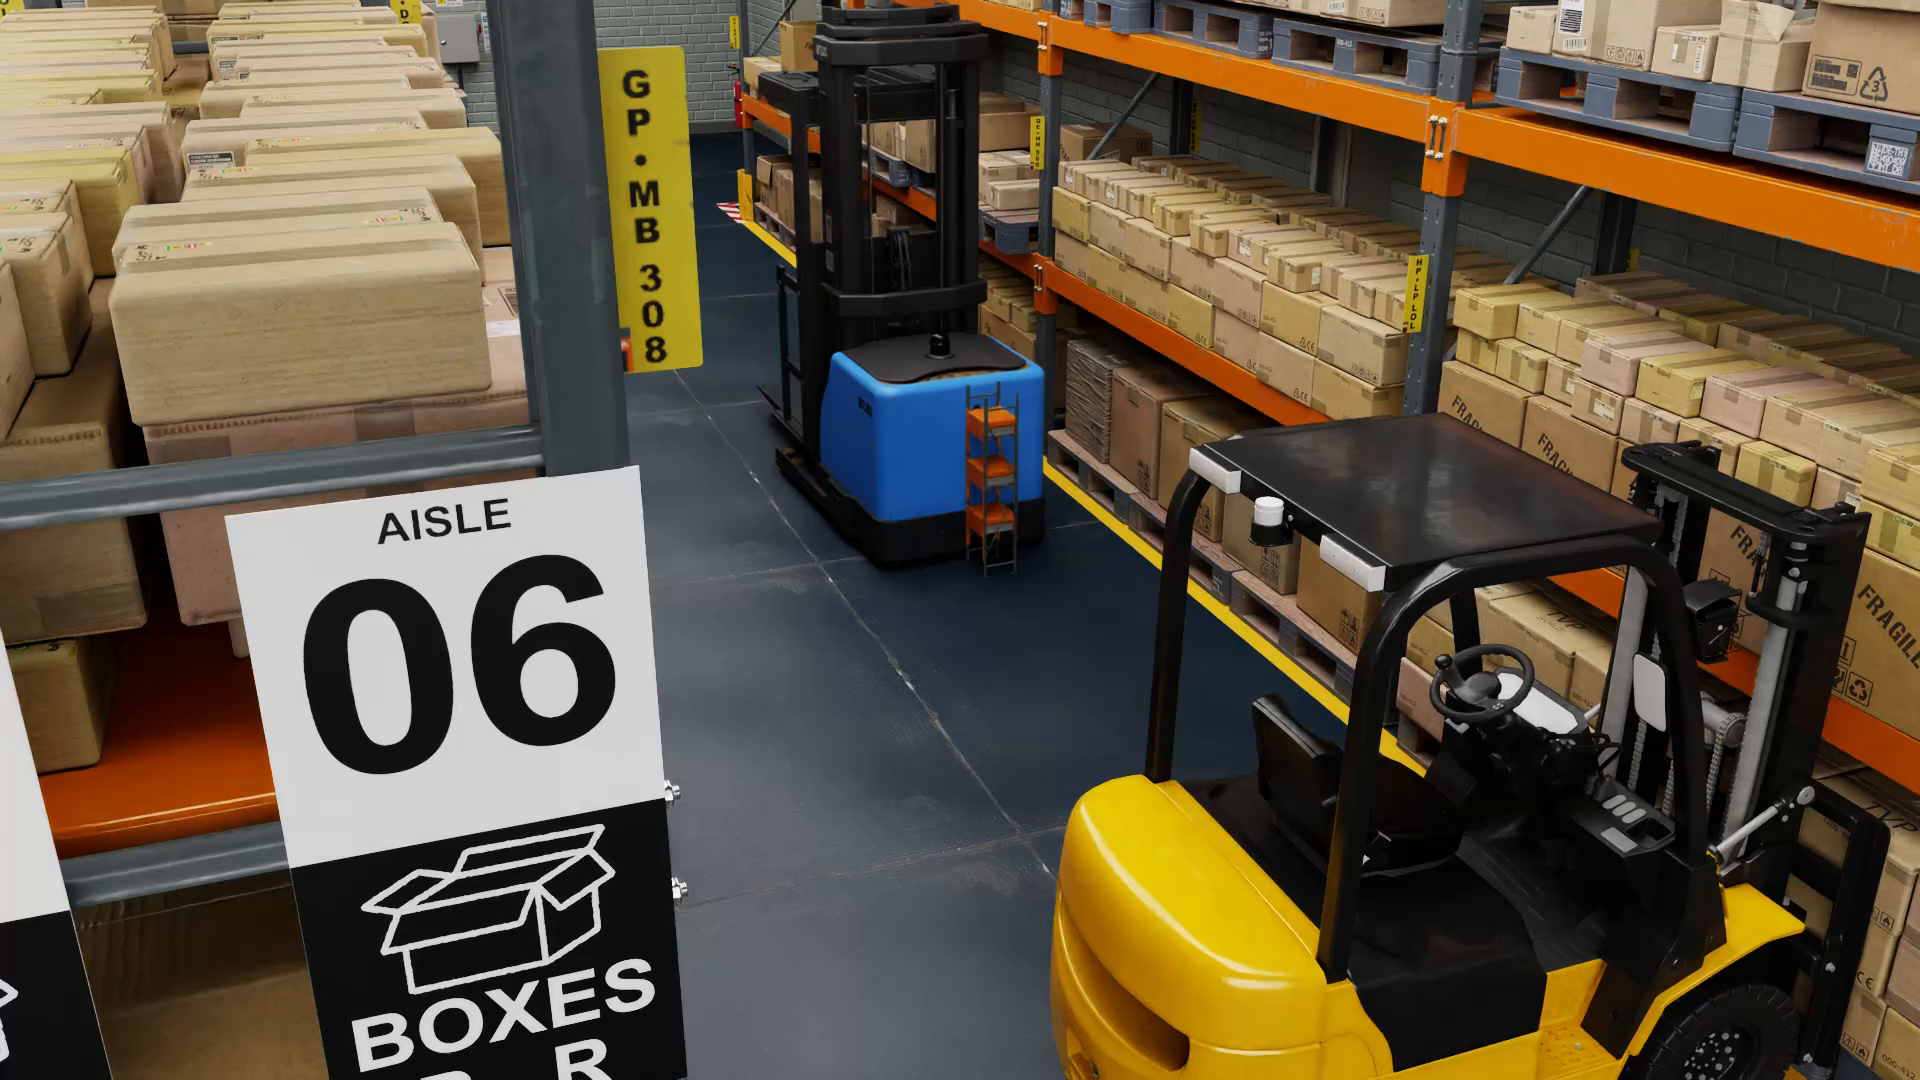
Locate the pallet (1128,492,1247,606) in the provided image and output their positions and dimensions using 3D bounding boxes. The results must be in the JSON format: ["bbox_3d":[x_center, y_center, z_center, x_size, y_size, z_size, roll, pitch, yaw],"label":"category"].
[{"bbox_3d":[1.672,-0.025,9.539,1.003,0.211,1.213,-8,24,-19],"label":"pallet"}]

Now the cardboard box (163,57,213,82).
[{"bbox_3d":[-2.340,-1.174,4.622,0.500,0.250,0.500,-9,24,-20],"label":"cardboard box"}]

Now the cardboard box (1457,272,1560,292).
[{"bbox_3d":[2.480,-1.106,7.548,0.380,0.149,0.250,-9,24,-20],"label":"cardboard box"}]

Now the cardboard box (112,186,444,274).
[{"bbox_3d":[-0.865,-0.349,2.150,0.380,0.149,0.250,-8,24,-19],"label":"cardboard box"}]

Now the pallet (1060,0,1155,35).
[{"bbox_3d":[1.314,-3.118,9.668,1.213,0.211,1.003,-7,24,-17],"label":"pallet"}]

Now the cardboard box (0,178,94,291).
[{"bbox_3d":[-1.384,-0.374,2.209,0.380,0.149,0.250,-9,24,-20],"label":"cardboard box"}]

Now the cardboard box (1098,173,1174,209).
[{"bbox_3d":[1.037,-2.060,9.810,0.380,0.149,0.250,-8,24,-18],"label":"cardboard box"}]

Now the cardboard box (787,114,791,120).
[{"bbox_3d":[-1.456,-4.124,15.995,0.380,0.149,0.250,-8,24,-18],"label":"cardboard box"}]

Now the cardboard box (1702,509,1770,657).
[{"bbox_3d":[2.853,0.103,5.514,0.500,0.500,0.500,-8,24,-19],"label":"cardboard box"}]

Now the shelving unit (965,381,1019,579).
[{"bbox_3d":[0.175,-0.328,9.175,0.215,1.050,0.252,-9,25,-21],"label":"shelving unit"}]

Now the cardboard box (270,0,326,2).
[{"bbox_3d":[-2.256,-2.106,6.031,0.500,0.250,0.500,-9,24,-20],"label":"cardboard box"}]

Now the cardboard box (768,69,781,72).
[{"bbox_3d":[-1.567,-4.464,16.288,0.500,0.250,0.500,-9,24,-20],"label":"cardboard box"}]

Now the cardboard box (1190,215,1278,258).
[{"bbox_3d":[1.430,-1.589,8.693,0.380,0.149,0.250,-9,24,-20],"label":"cardboard box"}]

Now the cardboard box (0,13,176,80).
[{"bbox_3d":[-2.314,-1.306,4.421,0.380,0.149,0.250,-8,24,-17],"label":"cardboard box"}]

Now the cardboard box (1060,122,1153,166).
[{"bbox_3d":[0.955,-2.506,11.163,0.500,0.500,0.500,-7,24,-17],"label":"cardboard box"}]

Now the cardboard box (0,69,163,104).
[{"bbox_3d":[-1.807,-0.843,3.322,0.380,0.149,0.250,-8,24,-18],"label":"cardboard box"}]

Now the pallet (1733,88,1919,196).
[{"bbox_3d":[3.156,-1.197,4.979,1.003,0.211,1.213,-8,24,-19],"label":"pallet"}]

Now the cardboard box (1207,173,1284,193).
[{"bbox_3d":[1.678,-2.050,9.788,0.380,0.149,0.250,-9,24,-20],"label":"cardboard box"}]

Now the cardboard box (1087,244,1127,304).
[{"bbox_3d":[1.091,-1.610,9.901,0.500,0.250,0.500,-9,24,-20],"label":"cardboard box"}]

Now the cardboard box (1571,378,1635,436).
[{"bbox_3d":[2.499,-0.513,6.140,0.380,0.149,0.250,-8,24,-18],"label":"cardboard box"}]

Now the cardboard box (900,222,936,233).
[{"bbox_3d":[-0.274,-2.503,13.669,0.380,0.149,0.250,-10,25,-22],"label":"cardboard box"}]

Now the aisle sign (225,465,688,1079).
[{"bbox_3d":[-0.514,0.314,1.796,0.394,0.787,0.004,-8,24,-19],"label":"aisle sign"}]

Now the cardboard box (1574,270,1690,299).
[{"bbox_3d":[2.799,-1.012,6.941,0.380,0.149,0.250,-8,24,-19],"label":"cardboard box"}]

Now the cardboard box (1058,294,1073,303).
[{"bbox_3d":[0.866,-1.810,12.025,0.380,0.149,0.250,-8,24,-18],"label":"cardboard box"}]

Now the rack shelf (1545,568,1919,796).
[{"bbox_3d":[3.110,0.454,5.737,1.077,0.370,4.000,-8,24,-19],"label":"rack shelf"}]

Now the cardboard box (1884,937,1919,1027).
[{"bbox_3d":[3.185,1.375,4.982,0.500,0.250,0.500,-9,24,-20],"label":"cardboard box"}]

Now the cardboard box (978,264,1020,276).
[{"bbox_3d":[0.262,-1.932,12.314,0.380,0.149,0.250,-9,24,-20],"label":"cardboard box"}]

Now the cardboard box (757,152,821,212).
[{"bbox_3d":[-1.709,-3.772,17.511,0.797,0.503,0.637,-9,25,-21],"label":"cardboard box"}]

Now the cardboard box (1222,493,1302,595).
[{"bbox_3d":[1.941,-0.174,8.818,0.875,0.625,0.625,-9,24,-20],"label":"cardboard box"}]

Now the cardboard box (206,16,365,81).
[{"bbox_3d":[-1.751,-1.280,4.359,0.380,0.149,0.250,-8,24,-18],"label":"cardboard box"}]

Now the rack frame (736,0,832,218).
[{"bbox_3d":[-1.836,-4.964,17.666,1.000,3.000,0.127,-8,24,-19],"label":"rack frame"}]

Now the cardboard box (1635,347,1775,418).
[{"bbox_3d":[2.625,-0.557,5.863,0.380,0.149,0.250,-9,24,-20],"label":"cardboard box"}]

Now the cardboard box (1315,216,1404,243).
[{"bbox_3d":[2.079,-1.577,8.665,0.380,0.149,0.250,-9,24,-19],"label":"cardboard box"}]

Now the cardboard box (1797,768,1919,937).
[{"bbox_3d":[2.988,0.971,5.297,0.500,0.250,0.500,-8,24,-18],"label":"cardboard box"}]

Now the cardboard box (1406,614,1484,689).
[{"bbox_3d":[2.285,0.457,7.159,0.500,0.250,0.500,-8,24,-19],"label":"cardboard box"}]

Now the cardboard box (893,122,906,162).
[{"bbox_3d":[-0.291,-3.085,12.840,0.396,0.266,0.258,-7,24,-16],"label":"cardboard box"}]

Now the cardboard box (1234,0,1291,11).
[{"bbox_3d":[1.648,-2.693,7.861,0.500,0.311,0.500,-9,25,-21],"label":"cardboard box"}]

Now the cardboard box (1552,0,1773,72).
[{"bbox_3d":[2.469,-1.849,5.858,0.500,0.311,0.500,-8,24,-18],"label":"cardboard box"}]

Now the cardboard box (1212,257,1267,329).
[{"bbox_3d":[1.627,-1.281,8.477,0.500,0.250,0.500,-8,24,-18],"label":"cardboard box"}]

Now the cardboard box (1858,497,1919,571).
[{"bbox_3d":[2.956,-0.046,5.033,0.380,0.149,0.250,-8,24,-19],"label":"cardboard box"}]

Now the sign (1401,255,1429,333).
[{"bbox_3d":[1.899,-1.023,6.927,0.100,0.325,0.005,-8,24,-19],"label":"sign"}]

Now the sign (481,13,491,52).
[{"bbox_3d":[-6.086,-6.662,21.816,0.329,0.494,0.001,-8,24,-19],"label":"sign"}]

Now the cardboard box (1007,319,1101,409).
[{"bbox_3d":[0.640,-1.223,11.468,0.500,0.500,0.500,-8,24,-17],"label":"cardboard box"}]

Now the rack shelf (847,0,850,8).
[{"bbox_3d":[-1.129,-5.288,15.499,1.077,0.370,4.000,-8,24,-19],"label":"rack shelf"}]

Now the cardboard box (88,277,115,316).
[{"bbox_3d":[-1.423,-0.252,2.434,0.500,0.250,0.500,-9,24,-20],"label":"cardboard box"}]

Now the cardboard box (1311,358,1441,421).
[{"bbox_3d":[1.980,-0.682,7.700,0.500,0.250,0.500,-8,24,-18],"label":"cardboard box"}]

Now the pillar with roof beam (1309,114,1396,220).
[{"bbox_3d":[-1.734,-3.881,7.372,9.100,9.000,0.400,-8,24,-19],"label":"pillar with roof beam"}]

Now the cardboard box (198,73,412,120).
[{"bbox_3d":[-1.269,-0.817,3.260,0.380,0.149,0.250,-8,24,-18],"label":"cardboard box"}]

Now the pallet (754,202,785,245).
[{"bbox_3d":[-1.527,-3.362,17.455,1.003,0.211,1.213,-8,24,-19],"label":"pallet"}]

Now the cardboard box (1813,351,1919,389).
[{"bbox_3d":[3.221,-0.542,5.827,0.380,0.149,0.250,-9,24,-20],"label":"cardboard box"}]

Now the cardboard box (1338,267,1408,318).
[{"bbox_3d":[1.967,-1.134,7.615,0.380,0.149,0.250,-9,24,-20],"label":"cardboard box"}]

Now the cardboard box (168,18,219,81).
[{"bbox_3d":[-2.581,-1.621,5.523,0.500,0.250,0.500,-9,24,-20],"label":"cardboard box"}]

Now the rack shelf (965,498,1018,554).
[{"bbox_3d":[0.175,-0.062,9.288,0.215,0.259,0.240,-9,25,-21],"label":"rack shelf"}]

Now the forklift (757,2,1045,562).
[{"bbox_3d":[-0.546,-1.771,10.178,1.130,2.935,3.031,-9,25,-21],"label":"forklift"}]
